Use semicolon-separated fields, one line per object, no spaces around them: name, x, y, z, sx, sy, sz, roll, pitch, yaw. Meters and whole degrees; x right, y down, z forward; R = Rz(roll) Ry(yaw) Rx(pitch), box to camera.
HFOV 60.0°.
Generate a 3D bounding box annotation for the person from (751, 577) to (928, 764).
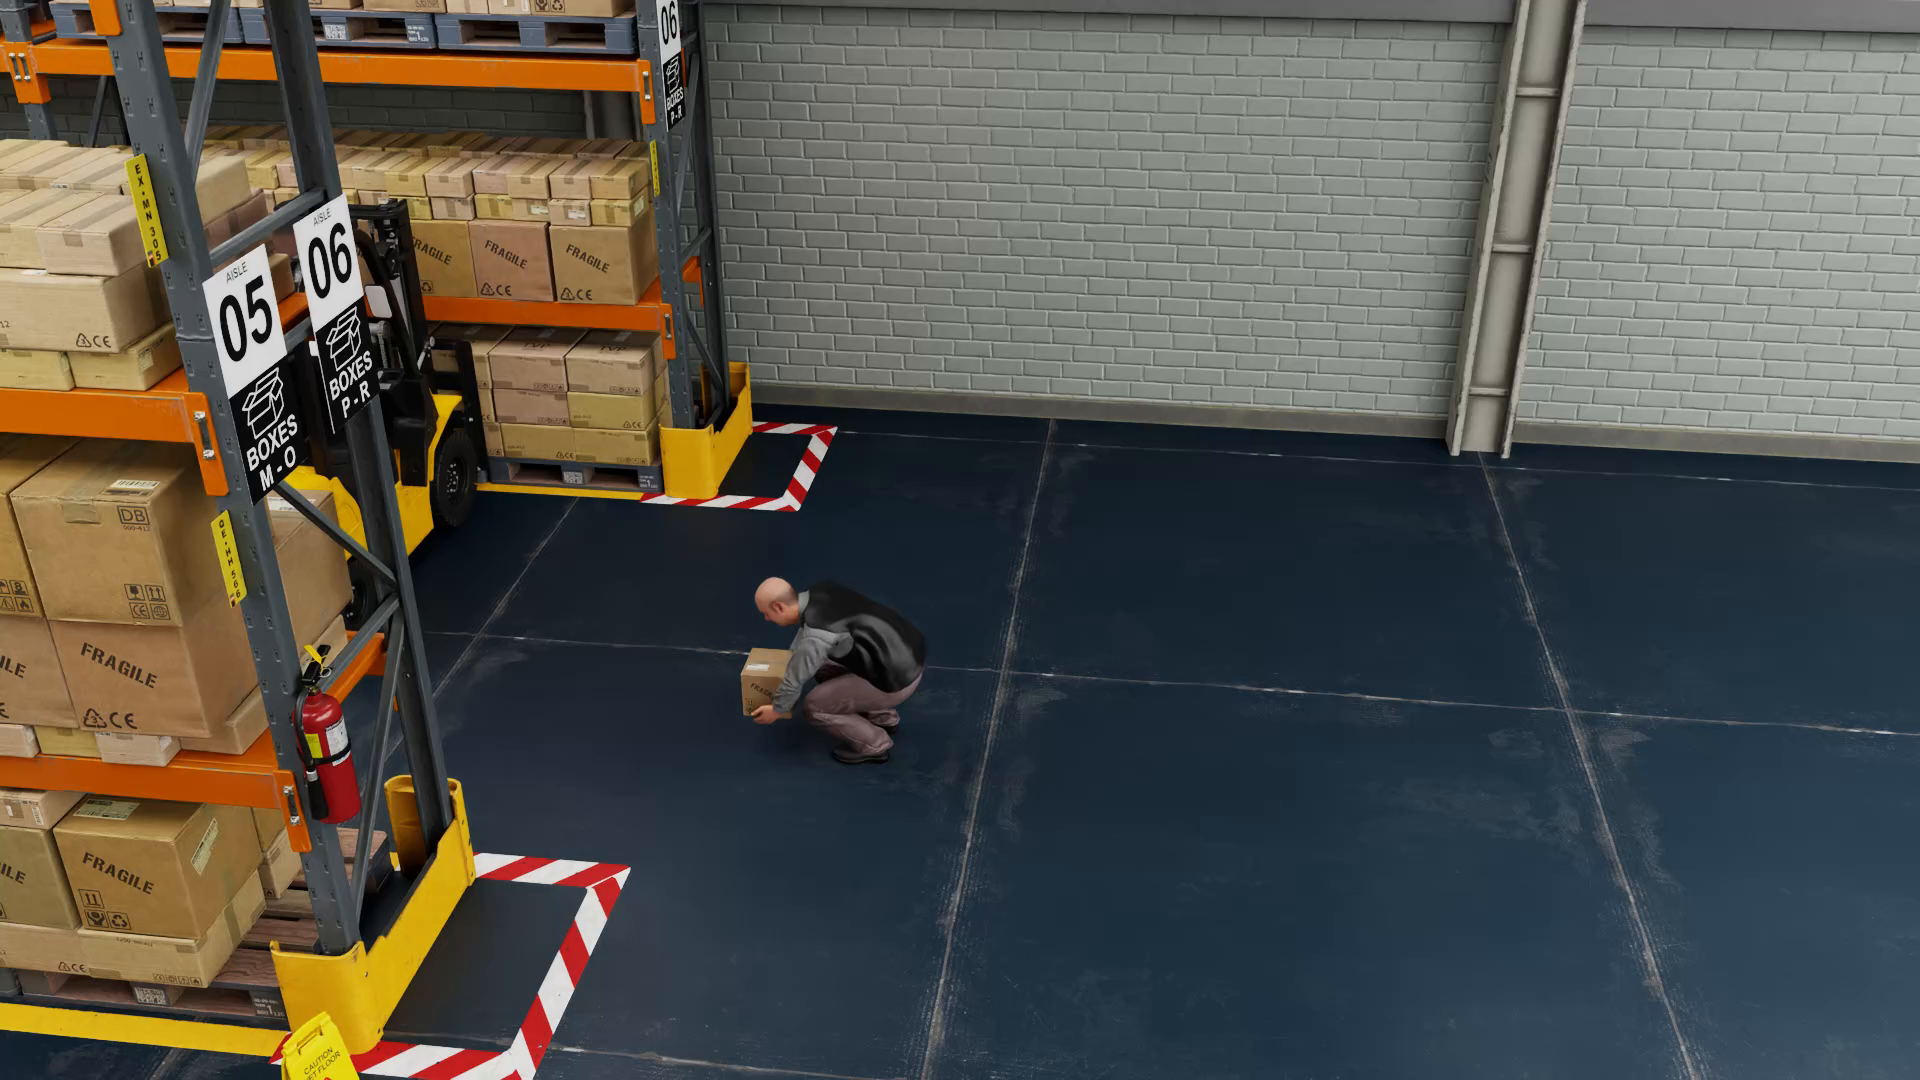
person;-0.606;0.617;8.294;0.873;0.976;0.539;3;28;6
